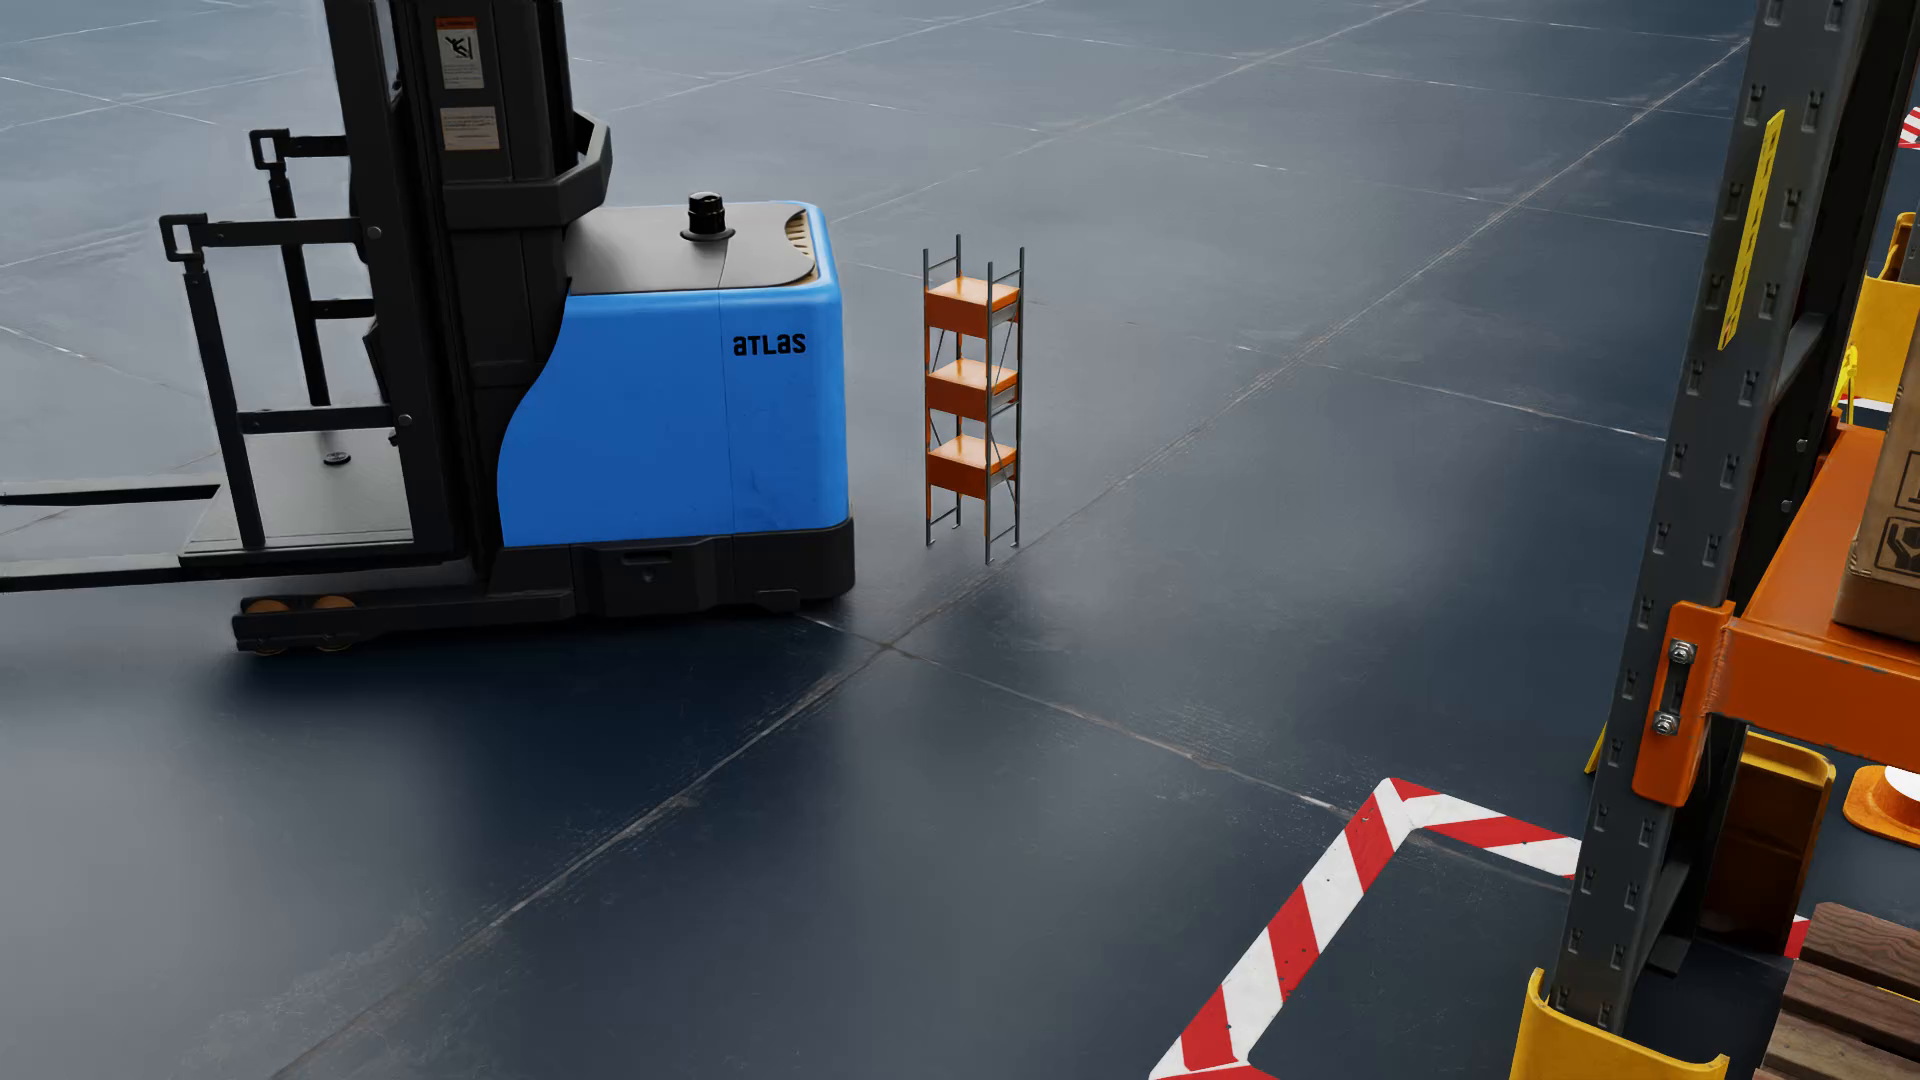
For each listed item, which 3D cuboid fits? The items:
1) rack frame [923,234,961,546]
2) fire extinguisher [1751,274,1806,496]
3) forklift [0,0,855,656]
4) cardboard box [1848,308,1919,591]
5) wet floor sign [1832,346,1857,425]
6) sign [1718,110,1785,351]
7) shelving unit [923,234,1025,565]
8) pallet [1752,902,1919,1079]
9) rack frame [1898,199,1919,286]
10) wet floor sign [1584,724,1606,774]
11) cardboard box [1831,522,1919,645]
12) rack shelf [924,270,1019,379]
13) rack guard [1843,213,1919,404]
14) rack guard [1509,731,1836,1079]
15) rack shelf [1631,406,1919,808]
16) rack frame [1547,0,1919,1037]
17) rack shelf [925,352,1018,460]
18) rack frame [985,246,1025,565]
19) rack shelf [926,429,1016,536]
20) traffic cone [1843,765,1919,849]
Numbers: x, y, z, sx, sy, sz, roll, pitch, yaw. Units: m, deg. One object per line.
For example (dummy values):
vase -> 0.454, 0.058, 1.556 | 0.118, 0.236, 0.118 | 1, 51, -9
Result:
rack frame -> -0.056, -0.485, 5.546 | 0.008, 1.050, 0.200 | 17, 32, 30
fire extinguisher -> 1.587, -0.417, 3.348 | 0.183, 0.674, 0.296 | 17, 32, 30
forklift -> -1.894, -1.209, 4.894 | 3.031, 2.935, 1.130 | -3, 27, -7
cardboard box -> 1.654, -0.202, 2.402 | 0.500, 0.500, 0.500 | 17, 31, 30
wet floor sign -> 2.994, -0.345, 5.716 | 0.232, 0.644, 0.267 | 12, 29, 22
sign -> 1.113, -0.433, 2.340 | 0.005, 0.325, 0.100 | 17, 32, 30
shelving unit -> 0.044, -0.454, 5.485 | 0.252, 1.050, 0.215 | 17, 32, 30
pallet -> 2.132, 1.234, 3.093 | 1.213, 0.211, 1.003 | 17, 32, 30
rack frame -> 4.139, -2.127, 6.622 | 0.127, 3.000, 1.000 | 17, 32, 30
wet floor sign -> 1.869, 0.350, 4.350 | 0.267, 0.644, 0.232 | -18, 32, -31
cardboard box -> 1.583, 0.026, 2.668 | 0.250, 0.149, 0.380 | 17, 32, 31
rack shelf -> 0.044, -0.698, 5.361 | 0.240, 0.259, 0.215 | 17, 32, 30
rack guard -> 4.120, -1.019, 7.201 | 0.348, 0.500, 1.175 | 17, 32, 30
rack guard -> 1.483, 0.883, 3.463 | 0.348, 0.500, 1.175 | 17, 32, 30
rack shelf -> 3.069, 0.584, 2.089 | 4.000, 0.370, 1.077 | 17, 32, 30
rack frame -> 1.420, -0.250, 2.935 | 0.127, 3.000, 1.000 | 17, 32, 30
rack shelf -> 0.044, -0.445, 5.490 | 0.240, 0.259, 0.215 | 17, 32, 30
rack frame -> 0.145, -0.423, 5.423 | 0.008, 1.050, 0.200 | 17, 32, 30
rack shelf -> 0.044, -0.197, 5.616 | 0.240, 0.259, 0.215 | 17, 32, 30
traffic cone -> 2.505, 0.508, 4.241 | 0.334, 0.463, 0.336 | 17, 32, 30
